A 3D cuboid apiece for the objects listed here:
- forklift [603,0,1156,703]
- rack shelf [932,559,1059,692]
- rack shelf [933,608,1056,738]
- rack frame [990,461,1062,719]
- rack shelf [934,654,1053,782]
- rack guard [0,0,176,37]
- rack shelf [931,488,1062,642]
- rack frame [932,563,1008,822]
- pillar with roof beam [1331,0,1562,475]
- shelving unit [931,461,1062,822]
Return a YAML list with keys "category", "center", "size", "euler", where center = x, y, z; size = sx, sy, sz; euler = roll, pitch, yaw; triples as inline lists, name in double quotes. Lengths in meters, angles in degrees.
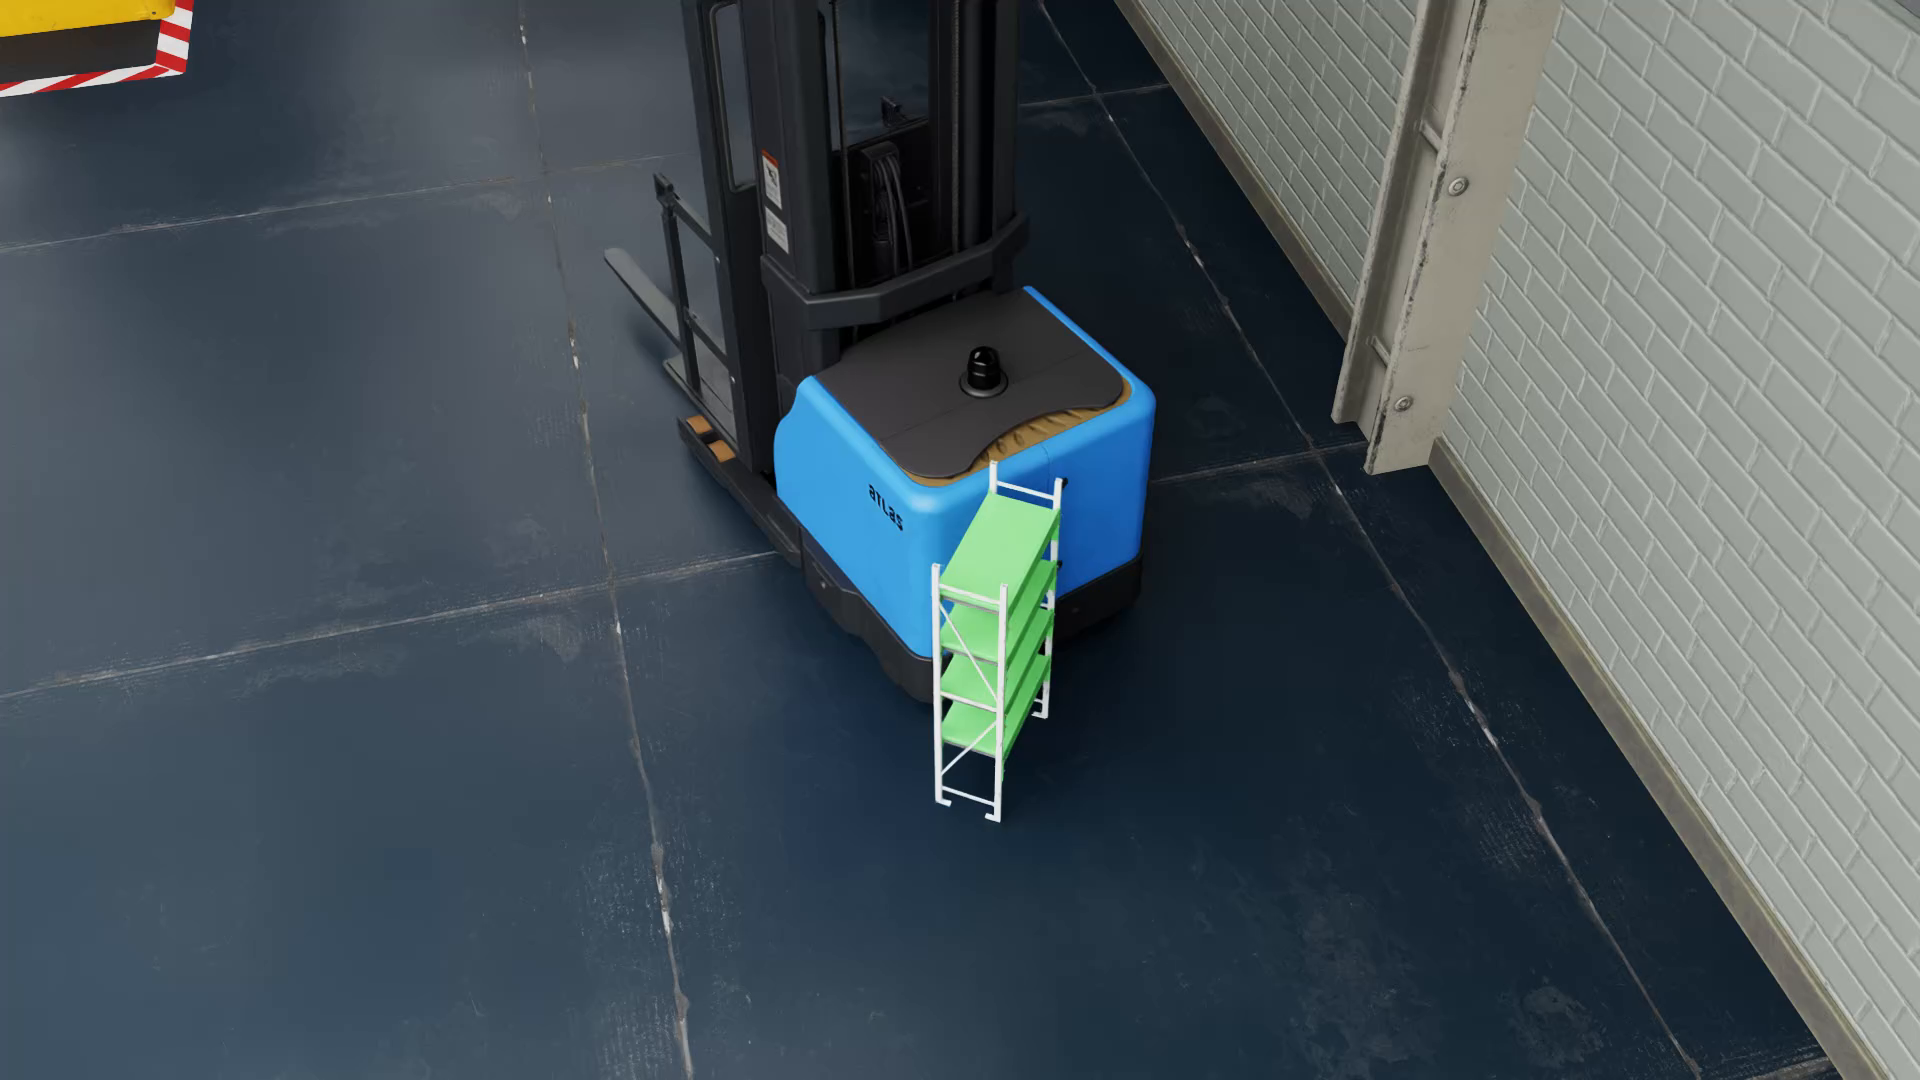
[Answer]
- category: "forklift"
  center: [-0.542, -1.456, 6.124]
  size: [1.130, 2.935, 3.031]
  euler: [-26, 51, -23]
- category: "rack shelf"
  center: [0.120, 0.241, 5.428]
  size: [0.258, 0.148, 0.480]
  euler: [16, 48, 15]
- category: "rack shelf"
  center: [0.120, 0.409, 5.599]
  size: [0.258, 0.148, 0.480]
  euler: [16, 48, 15]
- category: "rack frame"
  center: [0.210, 0.202, 5.712]
  size: [0.240, 1.200, 0.015]
  euler: [16, 48, 15]
- category: "rack shelf"
  center: [0.120, 0.577, 5.770]
  size: [0.258, 0.148, 0.480]
  euler: [16, 48, 15]
- category: "rack guard"
  center: [-5.224, -3.252, 9.587]
  size: [1.175, 0.500, 0.348]
  euler: [-11, 47, -10]
- category: "rack shelf"
  center: [0.120, 0.073, 5.256]
  size: [0.258, 0.148, 0.480]
  euler: [16, 48, 15]
- category: "rack frame"
  center: [0.029, 0.526, 5.395]
  size: [0.240, 1.200, 0.015]
  euler: [16, 48, 15]
- category: "pillar with roof beam"
  center: [-2.339, -2.801, 3.194]
  size: [9.100, 9.000, 0.400]
  euler: [-11, 47, -10]
- category: "shelving unit"
  center: [0.120, 0.364, 5.553]
  size: [0.258, 1.200, 0.503]
  euler: [16, 48, 15]
